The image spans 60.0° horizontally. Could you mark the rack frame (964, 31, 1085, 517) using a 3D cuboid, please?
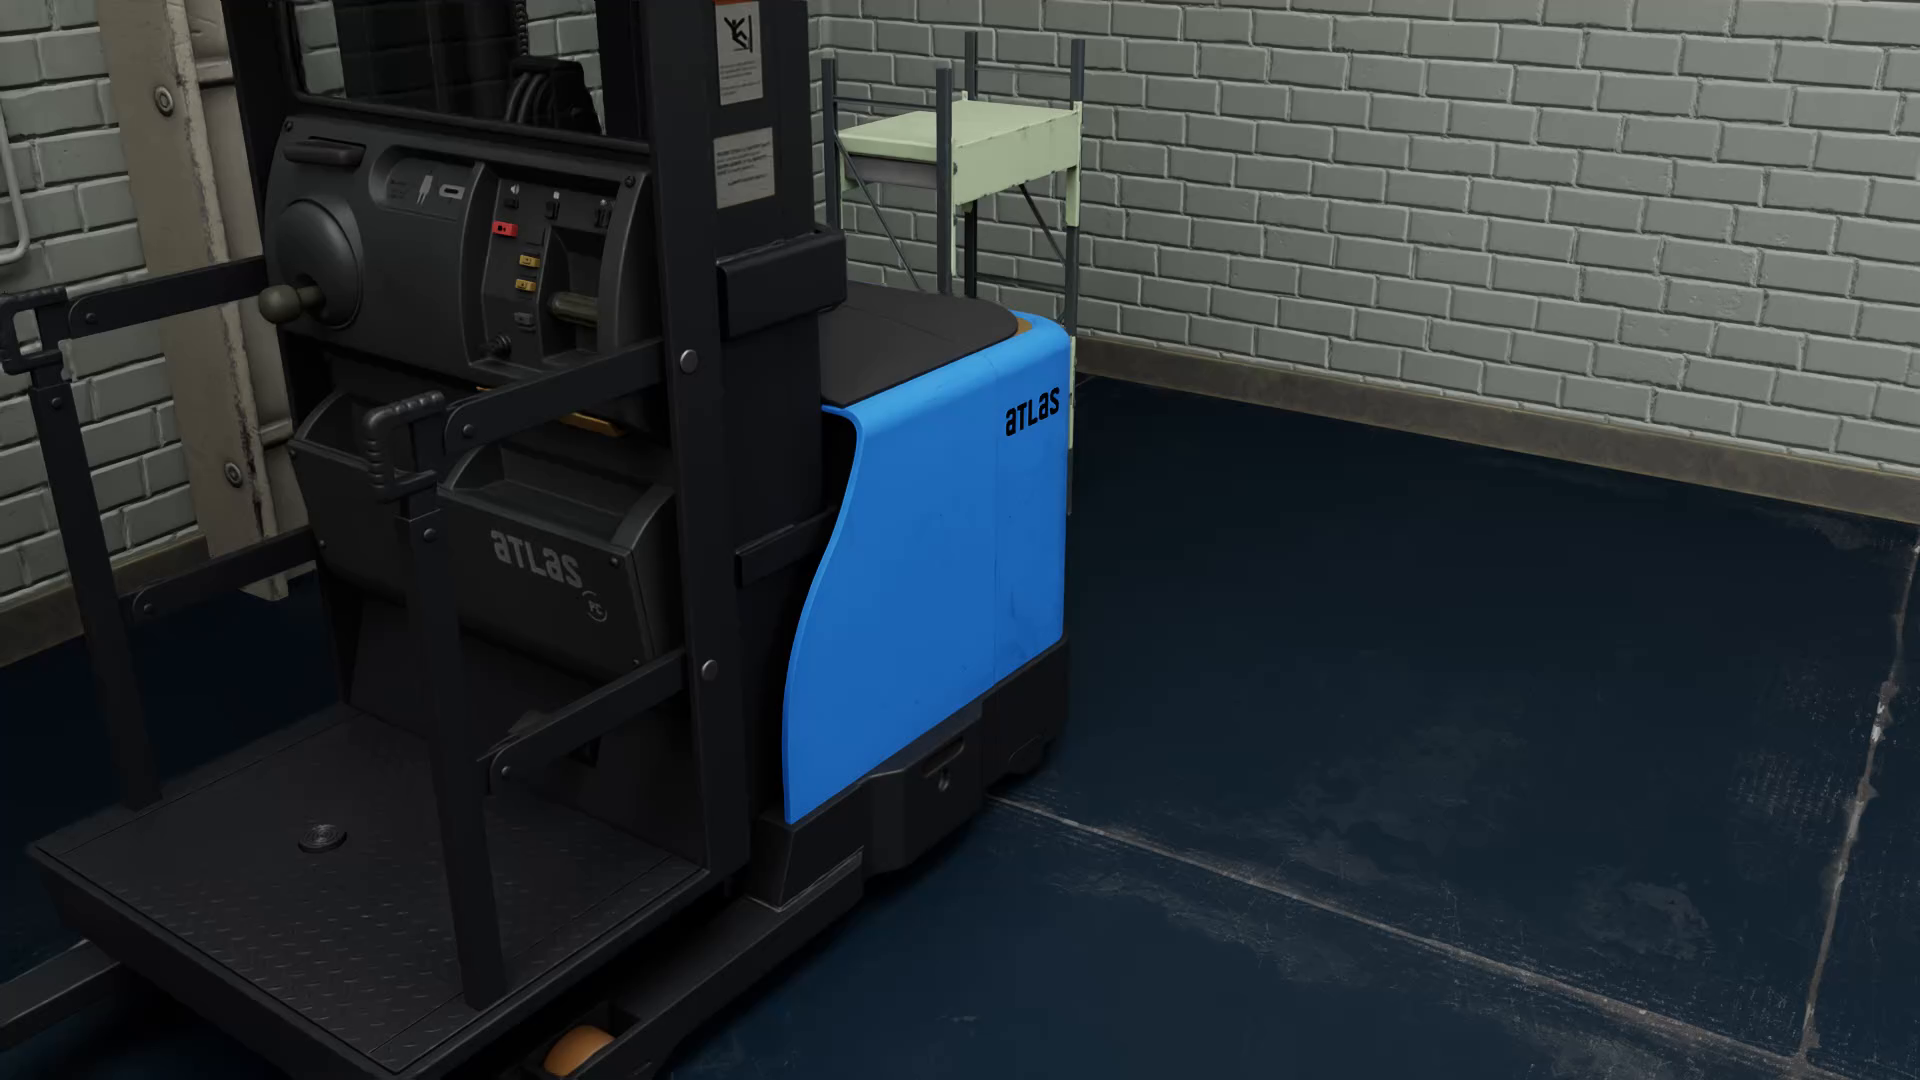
[{"bbox_3d":[0.190,-0.810,5.232,0.400,1.500,0.023,14,27,29],"label":"rack frame"}]

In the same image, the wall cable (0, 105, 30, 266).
[{"bbox_3d":[-2.839,-1.301,3.200,0.084,1.984,1.851,14,27,29],"label":"wall cable"}]

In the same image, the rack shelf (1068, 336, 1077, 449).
[{"bbox_3d":[-0.004,-0.387,5.076,0.431,0.370,0.720,14,27,29],"label":"rack shelf"}]

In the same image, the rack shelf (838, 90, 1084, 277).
[{"bbox_3d":[-0.004,-1.044,4.792,0.431,0.370,0.720,14,27,29],"label":"rack shelf"}]

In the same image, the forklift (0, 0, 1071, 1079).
[{"bbox_3d":[-1.004,-0.482,2.674,1.130,2.935,3.031,16,28,32],"label":"forklift"}]

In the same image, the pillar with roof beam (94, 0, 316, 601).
[{"bbox_3d":[1.636,-3.147,1.193,9.100,9.000,0.400,14,27,29],"label":"pillar with roof beam"}]

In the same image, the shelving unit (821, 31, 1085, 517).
[{"bbox_3d":[-0.004,-0.686,4.947,0.431,1.500,0.755,14,27,29],"label":"shelving unit"}]

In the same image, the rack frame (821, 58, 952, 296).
[{"bbox_3d":[-0.197,-0.562,4.661,0.400,1.500,0.023,14,27,29],"label":"rack frame"}]
